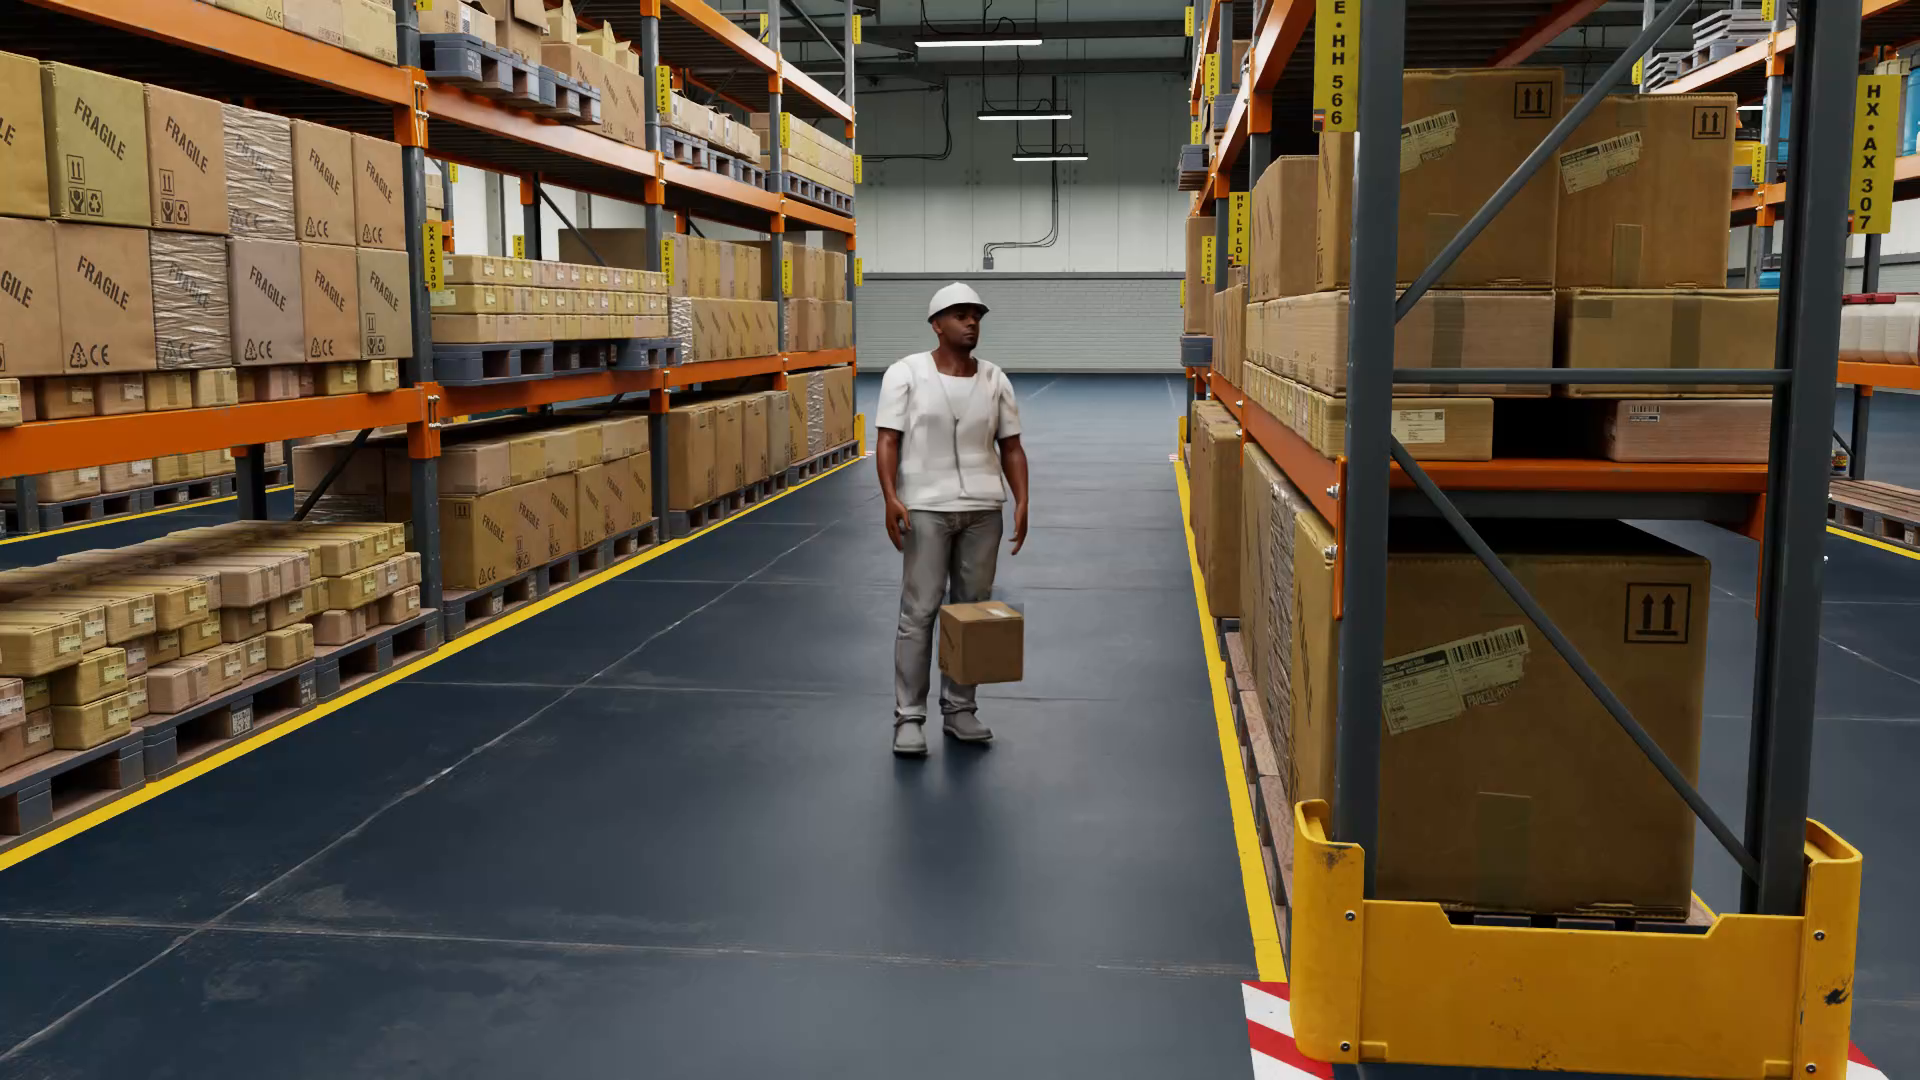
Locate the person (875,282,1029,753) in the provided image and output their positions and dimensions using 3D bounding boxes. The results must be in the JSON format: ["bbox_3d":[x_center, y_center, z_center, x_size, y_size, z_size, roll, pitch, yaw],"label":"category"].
[{"bbox_3d":[-0.011,-0.102,6.416,0.629,1.766,0.576,-2,8,-18],"label":"person"}]
